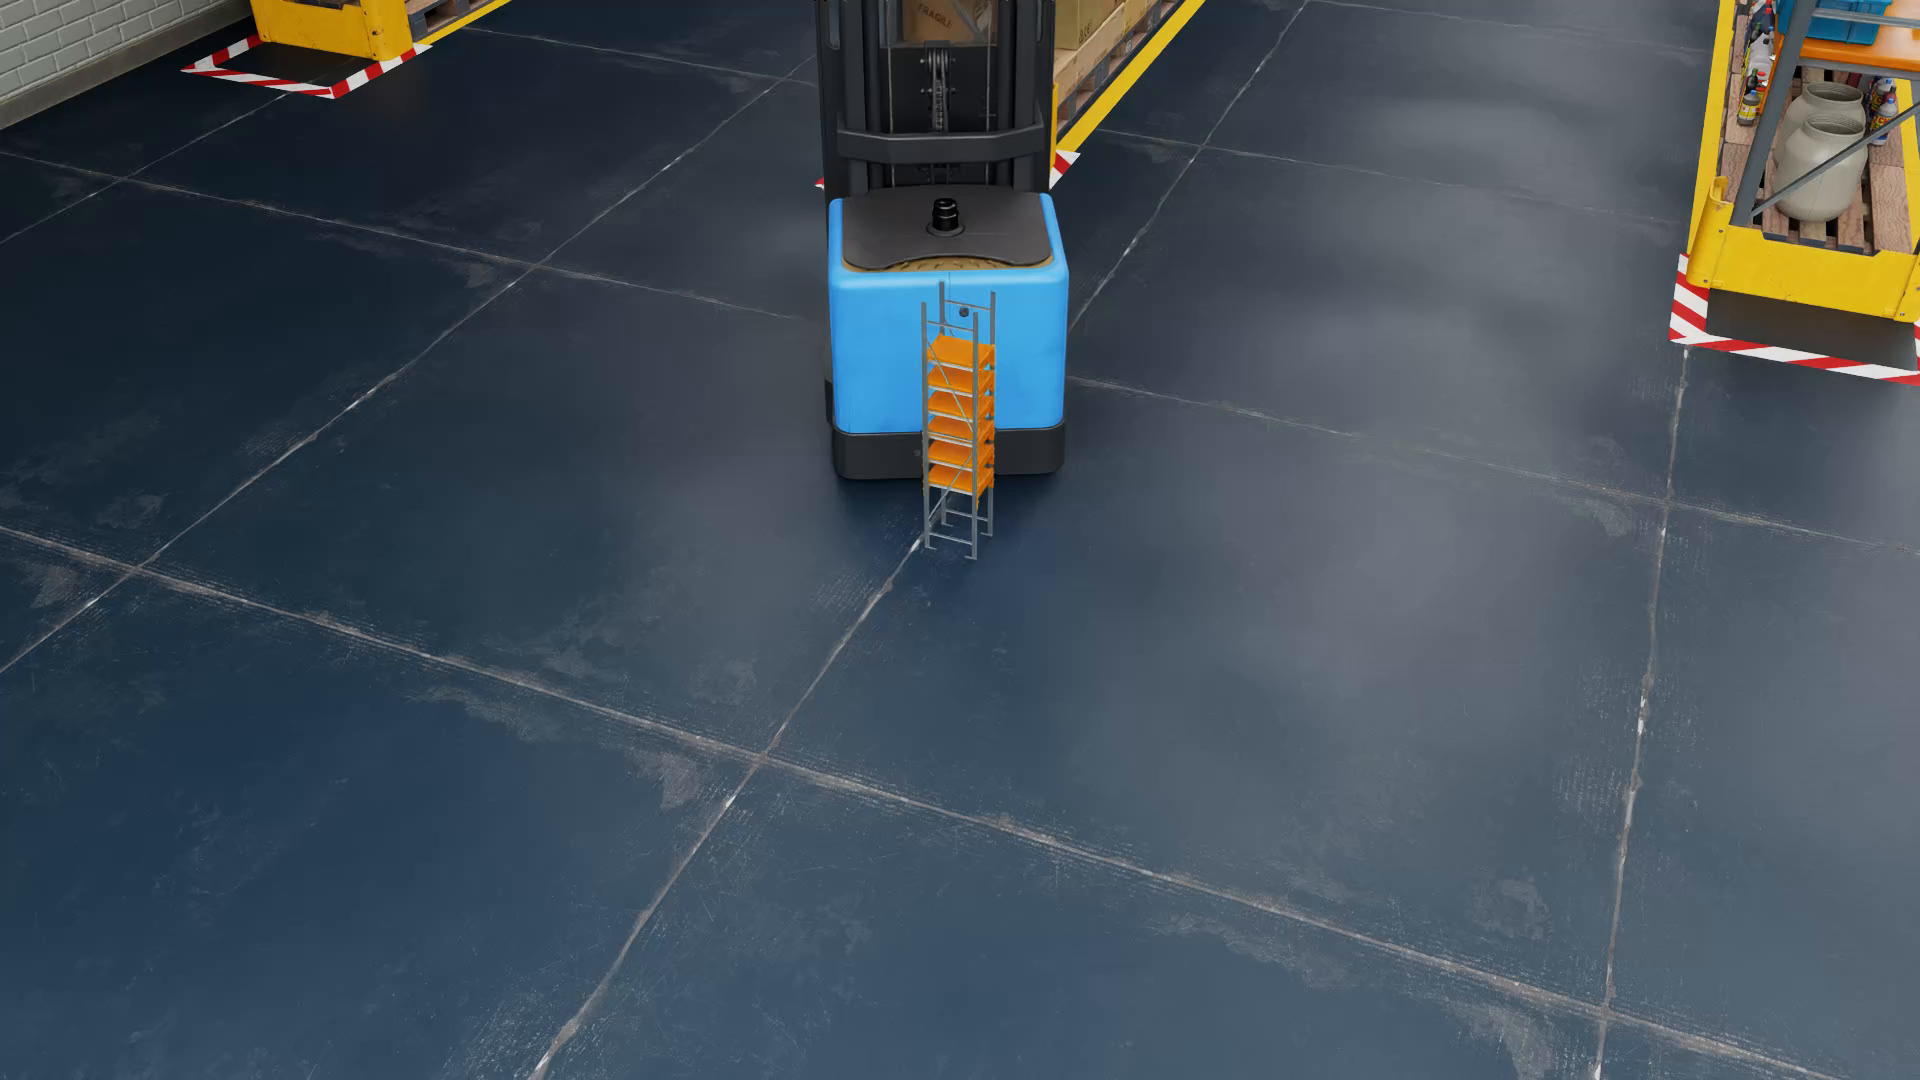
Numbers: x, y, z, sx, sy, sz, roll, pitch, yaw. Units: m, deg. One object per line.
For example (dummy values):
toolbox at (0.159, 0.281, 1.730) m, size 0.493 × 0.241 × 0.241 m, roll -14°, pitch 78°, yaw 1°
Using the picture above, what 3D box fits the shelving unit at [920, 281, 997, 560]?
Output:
shelving unit at (-0.006, -0.473, 6.880) m, size 0.258 × 1.200 × 0.189 m, roll 14°, pitch 39°, yaw 18°

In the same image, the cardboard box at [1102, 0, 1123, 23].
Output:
cardboard box at (0.798, -3.815, 11.168) m, size 0.500 × 0.500 × 0.500 m, roll 14°, pitch 39°, yaw 18°

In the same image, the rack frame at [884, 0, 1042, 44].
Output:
rack frame at (0.021, -3.645, 9.621) m, size 1.000 × 3.000 × 0.127 m, roll 14°, pitch 39°, yaw 18°

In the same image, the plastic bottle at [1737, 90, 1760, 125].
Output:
plastic bottle at (4.894, -2.686, 10.308) m, size 0.097 × 0.201 × 0.097 m, roll 0°, pitch 37°, yaw 0°

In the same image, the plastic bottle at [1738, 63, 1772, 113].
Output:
plastic bottle at (5.015, -2.850, 10.464) m, size 0.152 × 0.276 × 0.135 m, roll 14°, pitch 39°, yaw 18°

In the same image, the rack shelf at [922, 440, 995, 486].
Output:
rack shelf at (-0.006, -0.341, 6.979) m, size 0.258 × 0.103 × 0.180 m, roll 14°, pitch 39°, yaw 18°

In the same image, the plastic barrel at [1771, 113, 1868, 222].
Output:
plastic barrel at (4.781, -2.068, 9.238) m, size 0.421 × 0.512 × 0.421 m, roll 0°, pitch 37°, yaw 0°

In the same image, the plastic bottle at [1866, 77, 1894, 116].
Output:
plastic bottle at (5.747, -2.776, 10.370) m, size 0.097 × 0.271 × 0.097 m, roll 0°, pitch 37°, yaw 0°

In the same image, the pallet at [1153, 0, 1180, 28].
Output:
pallet at (1.202, -4.312, 12.842) m, size 1.003 × 0.211 × 1.213 m, roll 14°, pitch 39°, yaw 18°

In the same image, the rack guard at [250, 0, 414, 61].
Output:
rack guard at (-4.532, -3.812, 11.932) m, size 1.175 × 0.500 × 0.348 m, roll 14°, pitch 39°, yaw 18°

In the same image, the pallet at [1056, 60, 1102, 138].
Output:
pallet at (0.274, -2.961, 11.035) m, size 1.003 × 0.211 × 1.213 m, roll 14°, pitch 39°, yaw 18°

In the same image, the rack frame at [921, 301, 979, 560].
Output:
rack frame at (-0.040, -0.422, 6.812) m, size 0.240 × 1.200 × 0.006 m, roll 14°, pitch 39°, yaw 18°

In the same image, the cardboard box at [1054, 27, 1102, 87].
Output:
cardboard box at (0.618, -3.236, 11.019) m, size 0.500 × 0.250 × 0.500 m, roll 14°, pitch 39°, yaw 18°

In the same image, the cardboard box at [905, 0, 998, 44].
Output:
cardboard box at (-0.050, -3.377, 10.582) m, size 0.500 × 0.500 × 0.500 m, roll 14°, pitch 39°, yaw 18°

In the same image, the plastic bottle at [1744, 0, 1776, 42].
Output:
plastic bottle at (5.498, -3.552, 11.405) m, size 0.152 × 0.276 × 0.135 m, roll 15°, pitch 39°, yaw 19°

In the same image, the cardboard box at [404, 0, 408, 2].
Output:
cardboard box at (-4.215, -4.233, 12.286) m, size 0.500 × 0.311 × 0.500 m, roll 10°, pitch 38°, yaw 13°

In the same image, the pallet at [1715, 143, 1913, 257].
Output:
pallet at (4.900, -1.899, 9.614) m, size 1.003 × 0.211 × 1.213 m, roll 14°, pitch 39°, yaw 18°

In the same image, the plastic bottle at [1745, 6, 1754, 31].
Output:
plastic bottle at (5.557, -3.652, 11.600) m, size 0.097 × 0.201 × 0.097 m, roll 0°, pitch 37°, yaw 0°

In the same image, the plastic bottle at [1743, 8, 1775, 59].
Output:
plastic bottle at (5.360, -3.387, 11.121) m, size 0.144 × 0.351 × 0.185 m, roll 12°, pitch 38°, yaw 16°

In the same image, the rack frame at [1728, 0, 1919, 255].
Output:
rack frame at (4.601, -2.514, 8.108) m, size 1.000 × 3.000 × 0.127 m, roll 14°, pitch 39°, yaw 18°

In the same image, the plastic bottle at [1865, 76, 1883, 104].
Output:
plastic bottle at (5.824, -2.888, 10.520) m, size 0.097 × 0.271 × 0.097 m, roll 0°, pitch 37°, yaw 0°

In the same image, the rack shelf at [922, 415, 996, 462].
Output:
rack shelf at (-0.006, -0.437, 6.907) m, size 0.258 × 0.103 × 0.180 m, roll 14°, pitch 39°, yaw 18°

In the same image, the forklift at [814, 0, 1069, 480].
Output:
forklift at (-0.127, -2.307, 7.889) m, size 1.130 × 2.935 × 3.031 m, roll -2°, pitch 37°, yaw -3°

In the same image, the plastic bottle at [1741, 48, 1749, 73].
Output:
plastic bottle at (5.231, -3.176, 10.964) m, size 0.097 × 0.201 × 0.097 m, roll 0°, pitch 37°, yaw 0°

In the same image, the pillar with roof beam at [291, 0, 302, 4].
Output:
pillar with roof beam at (-1.114, -6.778, 8.802) m, size 9.100 × 9.000 × 0.400 m, roll 14°, pitch 39°, yaw 18°

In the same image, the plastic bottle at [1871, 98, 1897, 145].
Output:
plastic bottle at (5.579, -2.531, 10.042) m, size 0.097 × 0.271 × 0.097 m, roll 0°, pitch 37°, yaw 0°

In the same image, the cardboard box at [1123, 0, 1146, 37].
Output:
cardboard box at (1.003, -3.788, 11.758) m, size 0.500 × 0.250 × 0.500 m, roll 14°, pitch 39°, yaw 18°

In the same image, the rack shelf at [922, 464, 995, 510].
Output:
rack shelf at (-0.006, -0.245, 7.050) m, size 0.258 × 0.103 × 0.180 m, roll 14°, pitch 39°, yaw 18°

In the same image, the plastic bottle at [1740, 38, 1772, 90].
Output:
plastic bottle at (5.128, -3.049, 10.669) m, size 0.144 × 0.351 × 0.185 m, roll 15°, pitch 39°, yaw 20°

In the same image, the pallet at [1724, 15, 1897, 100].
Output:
pallet at (5.829, -3.250, 11.421) m, size 1.003 × 0.211 × 1.213 m, roll 14°, pitch 39°, yaw 18°

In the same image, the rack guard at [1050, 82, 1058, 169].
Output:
rack guard at (0.012, -2.630, 10.351) m, size 1.175 × 0.500 × 0.348 m, roll 14°, pitch 39°, yaw 18°

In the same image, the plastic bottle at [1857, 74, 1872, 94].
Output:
plastic bottle at (5.883, -3.018, 10.690) m, size 0.152 × 0.276 × 0.135 m, roll 15°, pitch 39°, yaw 19°

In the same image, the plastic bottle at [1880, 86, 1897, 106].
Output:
plastic bottle at (5.682, -2.657, 10.200) m, size 0.061 × 0.283 × 0.133 m, roll 14°, pitch 39°, yaw 18°

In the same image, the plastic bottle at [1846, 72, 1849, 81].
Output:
plastic bottle at (5.844, -3.119, 10.819) m, size 0.061 × 0.283 × 0.133 m, roll 14°, pitch 39°, yaw 18°
